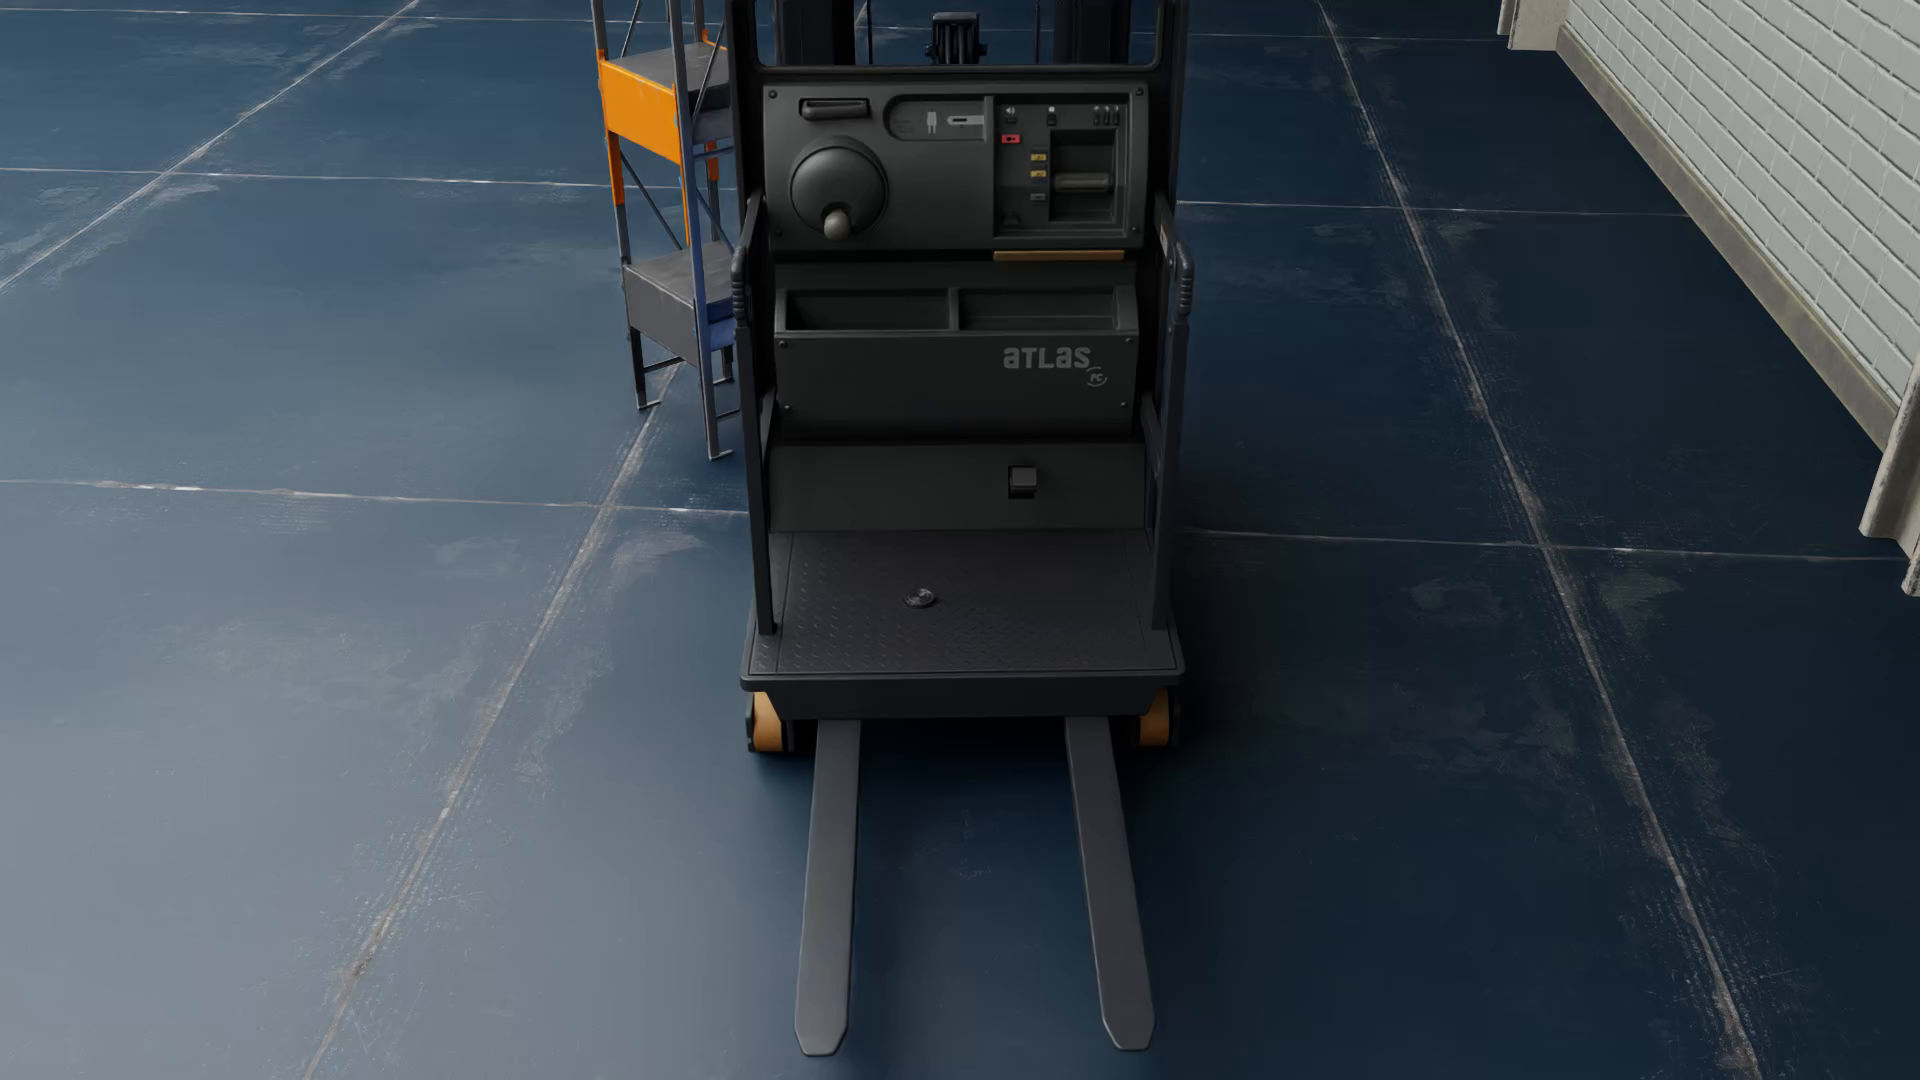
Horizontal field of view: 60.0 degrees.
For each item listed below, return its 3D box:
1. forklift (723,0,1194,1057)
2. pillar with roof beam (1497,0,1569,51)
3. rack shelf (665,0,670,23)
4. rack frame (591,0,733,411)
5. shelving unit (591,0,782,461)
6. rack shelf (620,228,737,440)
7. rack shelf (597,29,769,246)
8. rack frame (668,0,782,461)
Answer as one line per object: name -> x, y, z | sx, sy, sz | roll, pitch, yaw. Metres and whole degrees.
forklift -> -0.002, -0.861, 3.854 | 1.130, 2.935, 3.031 | -1, 32, -1
pillar with roof beam -> -0.794, -7.083, 8.166 | 9.100, 9.000, 0.400 | 2, 32, 4
rack shelf -> -0.854, -1.916, 5.049 | 0.431, 0.518, 0.480 | -23, 38, -33
rack frame -> -1.009, -1.430, 5.570 | 0.400, 2.100, 0.015 | -23, 38, -33
shelving unit -> -0.855, -1.331, 5.409 | 0.431, 2.100, 0.503 | -23, 38, -33
rack shelf -> -0.855, -0.724, 5.783 | 0.431, 0.518, 0.480 | -23, 38, -33
rack shelf -> -0.855, -1.320, 5.416 | 0.431, 0.518, 0.480 | -23, 38, -33
rack frame -> -0.700, -1.232, 5.248 | 0.400, 2.100, 0.015 | -23, 38, -33
